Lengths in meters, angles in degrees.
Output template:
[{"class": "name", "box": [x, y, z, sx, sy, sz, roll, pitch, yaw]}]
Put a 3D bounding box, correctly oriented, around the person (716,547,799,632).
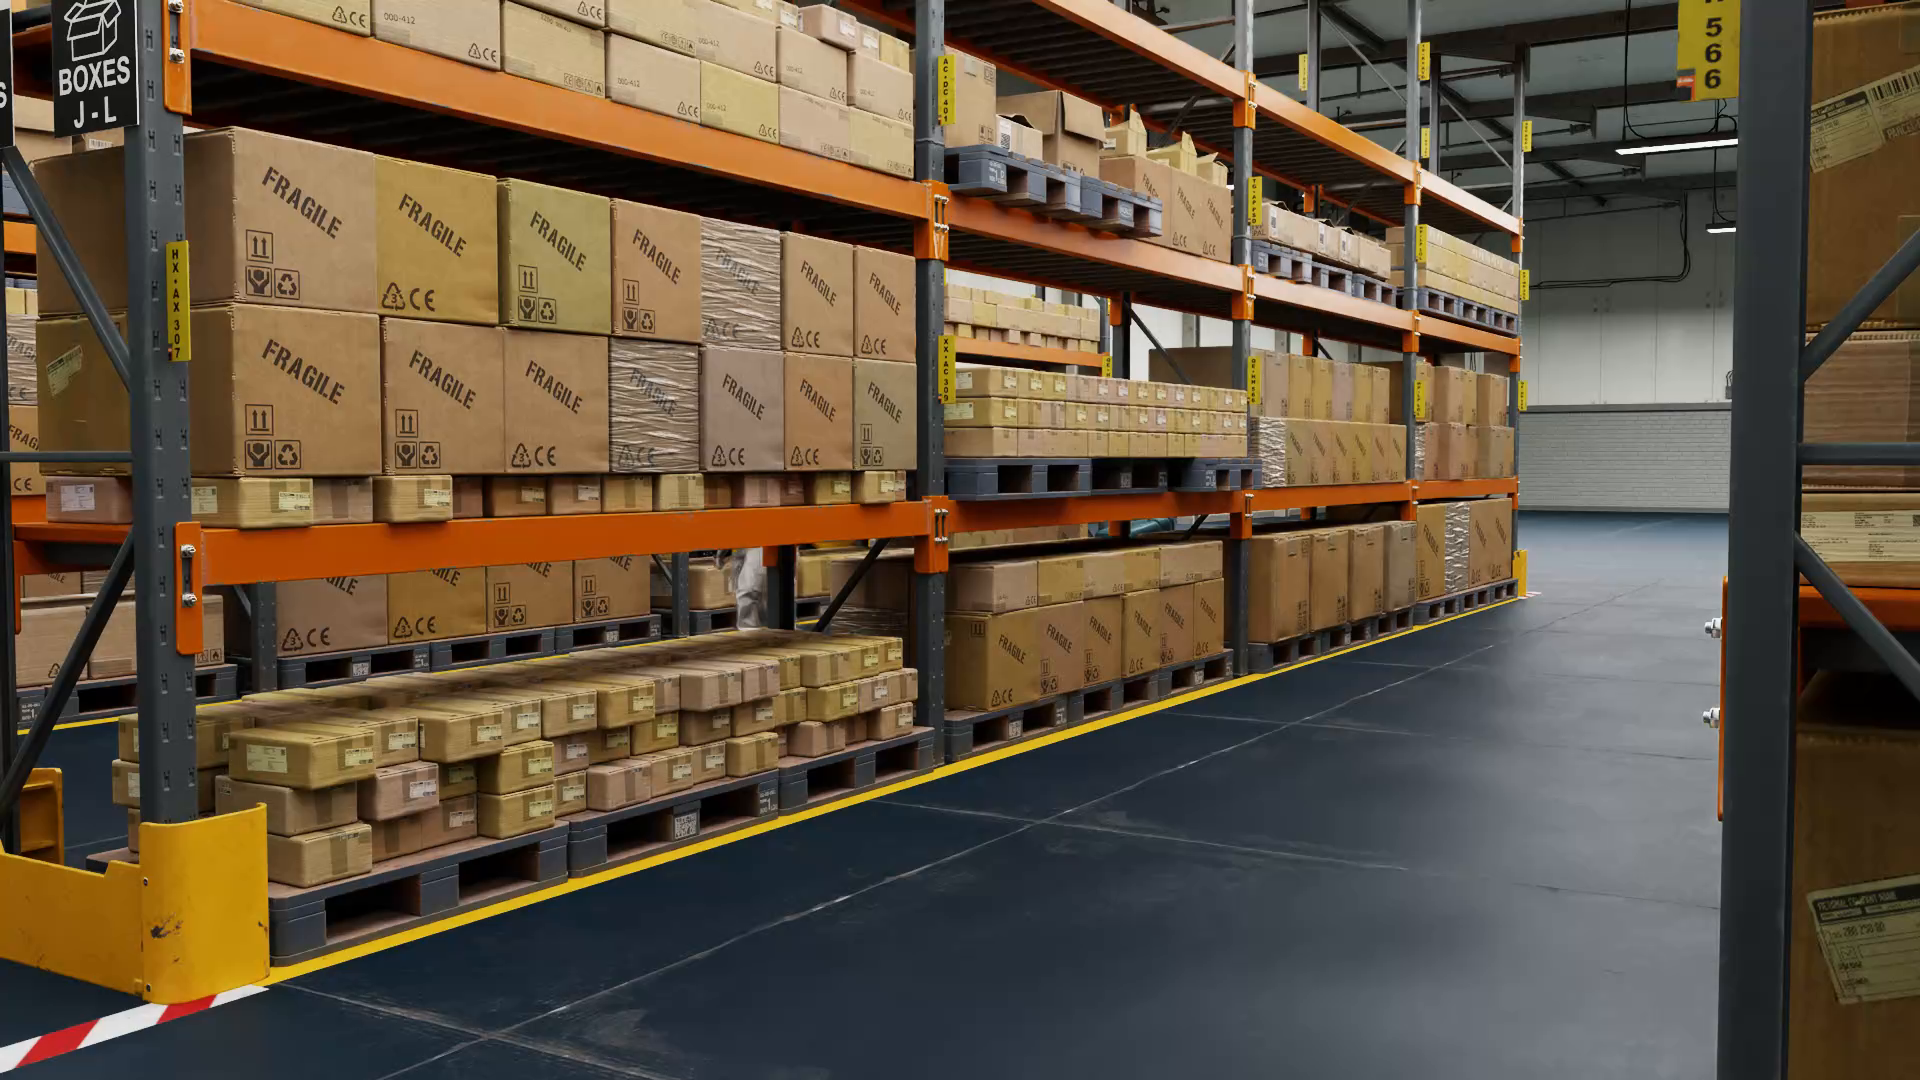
[{"class": "person", "box": [-1.369, 0.054, 11.381, 0.532, 1.758, 0.909, 3, 4, 43]}]
